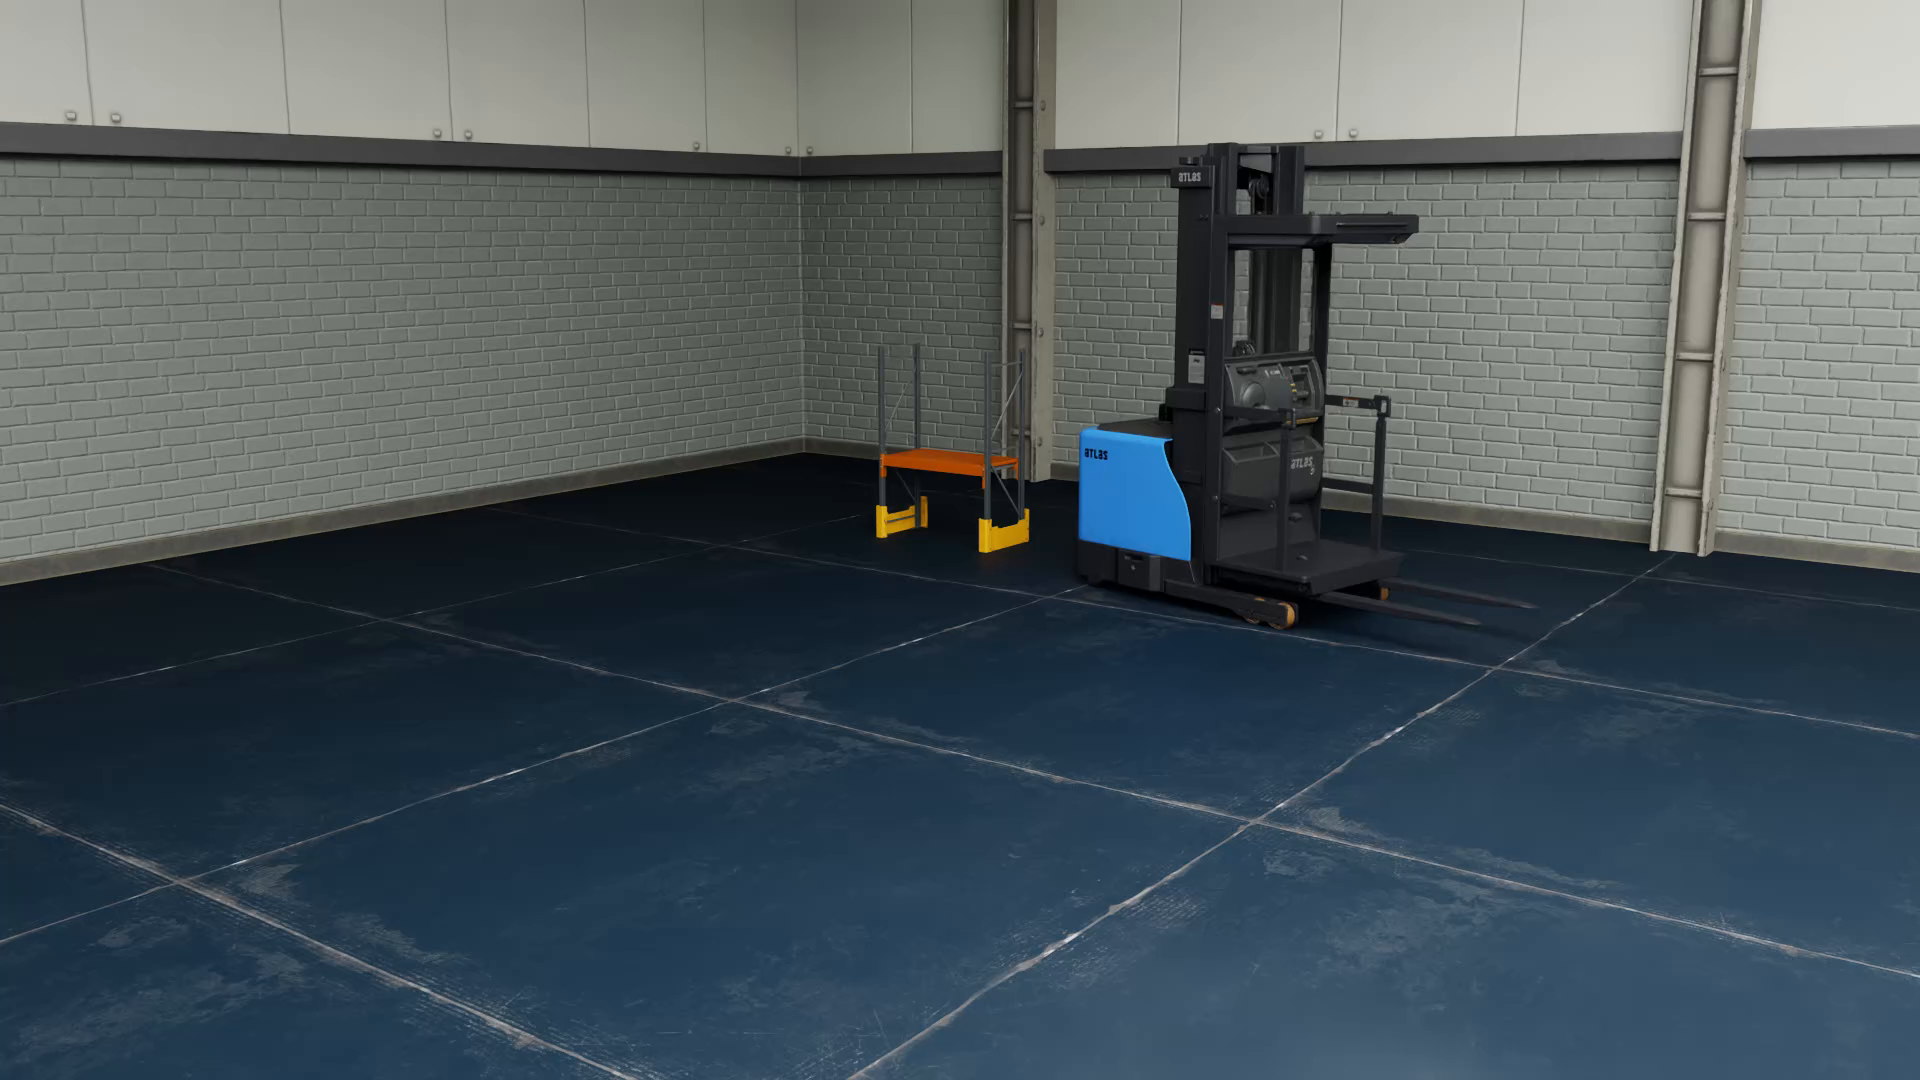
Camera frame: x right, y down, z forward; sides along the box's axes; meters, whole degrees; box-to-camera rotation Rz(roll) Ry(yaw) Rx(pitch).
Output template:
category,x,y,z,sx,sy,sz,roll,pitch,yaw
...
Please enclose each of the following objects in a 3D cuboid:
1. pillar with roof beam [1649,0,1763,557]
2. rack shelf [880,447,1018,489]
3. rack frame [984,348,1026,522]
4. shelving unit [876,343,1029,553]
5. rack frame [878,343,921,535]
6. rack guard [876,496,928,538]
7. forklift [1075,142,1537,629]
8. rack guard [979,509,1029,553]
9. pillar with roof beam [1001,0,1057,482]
category,x,y,z,sx,sy,sz,roll,pitch,yaw
pillar with roof beam,2.932,-3.681,8.365,0.400,9.000,9.100,8,13,36
rack shelf,-0.069,-0.569,12.971,1.000,0.185,0.538,8,13,36
rack frame,0.341,-0.689,12.641,0.032,1.500,0.500,8,13,36
shelving unit,-0.061,-0.745,12.932,1.083,1.500,0.587,8,13,36
rack frame,-0.478,-0.803,13.232,0.032,1.500,0.500,8,13,36
rack guard,-0.463,-0.187,13.340,0.087,0.250,0.587,8,13,36
forklift,2.155,-0.999,10.477,1.130,2.935,3.031,-10,15,-41
rack guard,0.340,-0.075,12.761,0.087,0.250,0.587,8,13,36
pillar with roof beam,-1.904,-4.356,11.852,0.400,9.000,9.100,8,13,36
